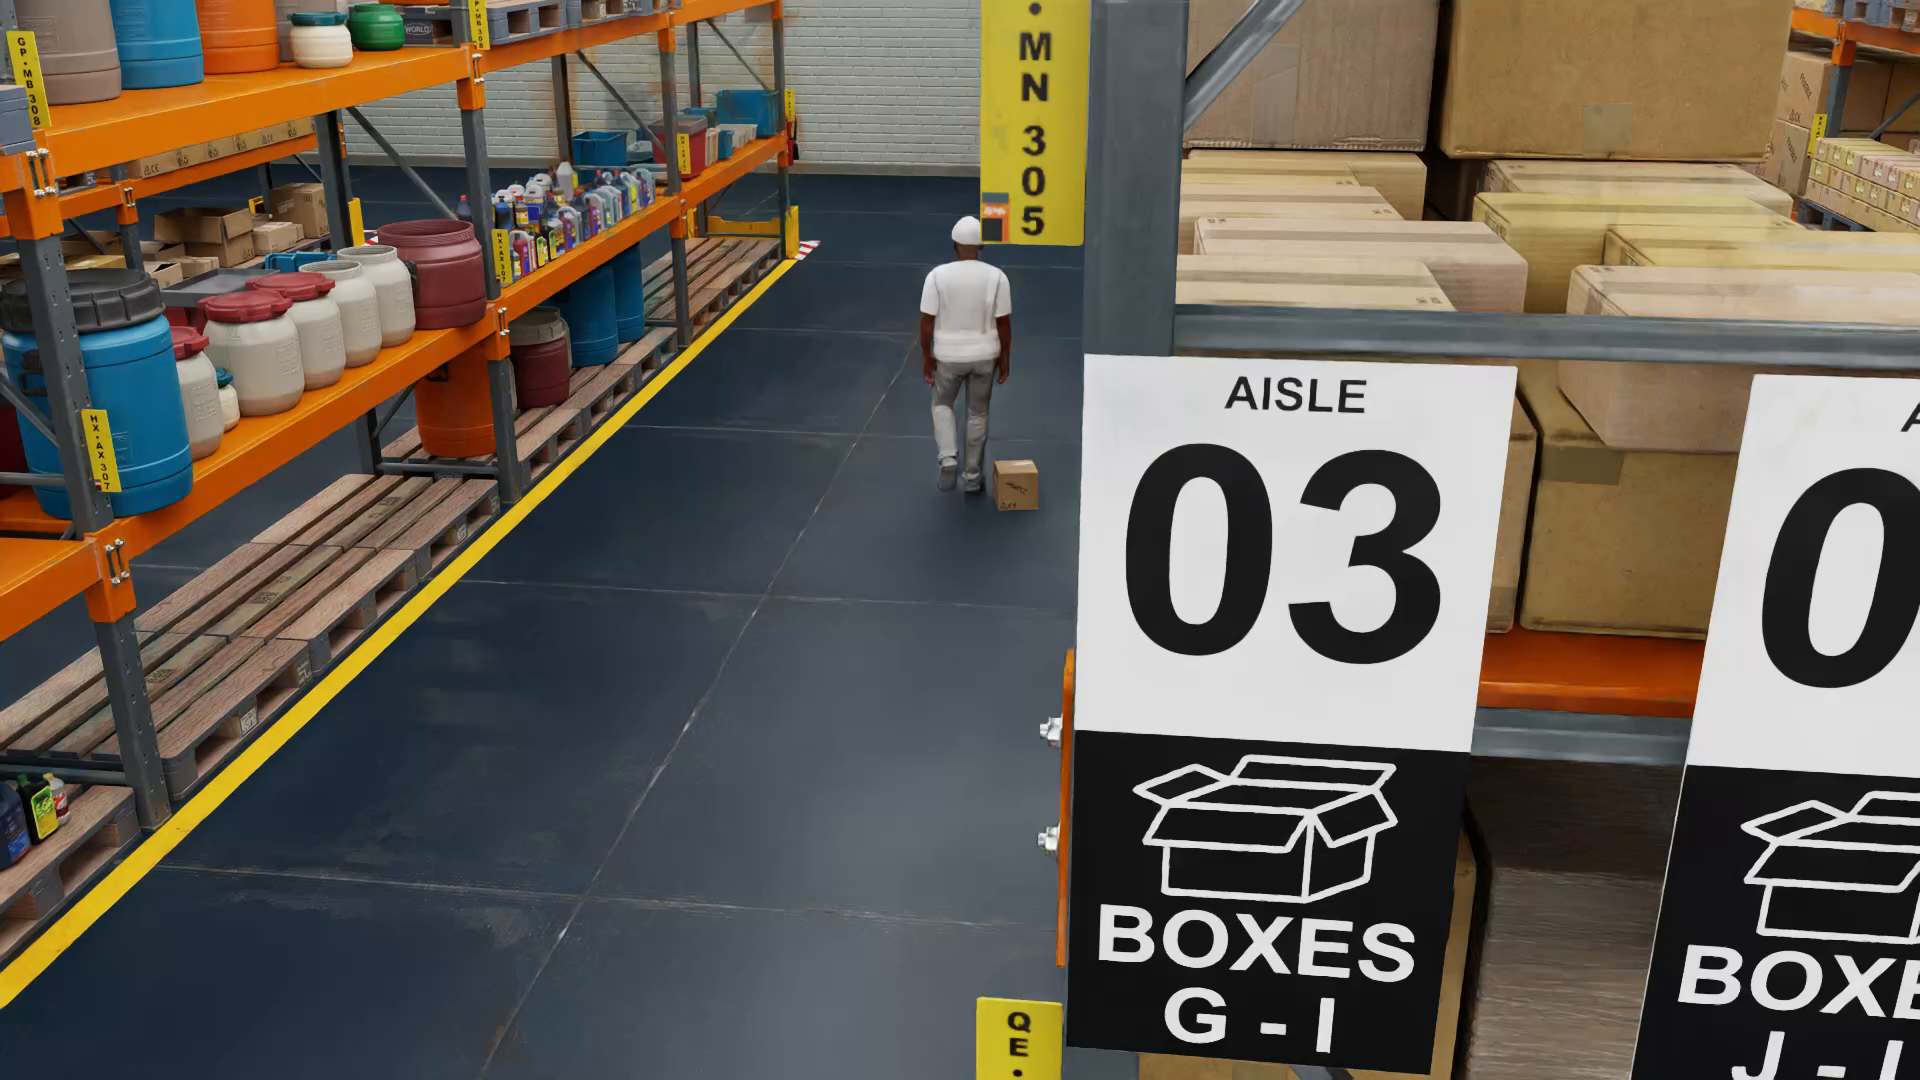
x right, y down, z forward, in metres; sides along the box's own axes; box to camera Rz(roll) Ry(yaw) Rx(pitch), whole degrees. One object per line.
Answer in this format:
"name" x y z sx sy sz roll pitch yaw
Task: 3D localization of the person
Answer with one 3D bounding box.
"person" 0.035 -1.153 10.472 0.576 1.753 0.497 0 21 -1
